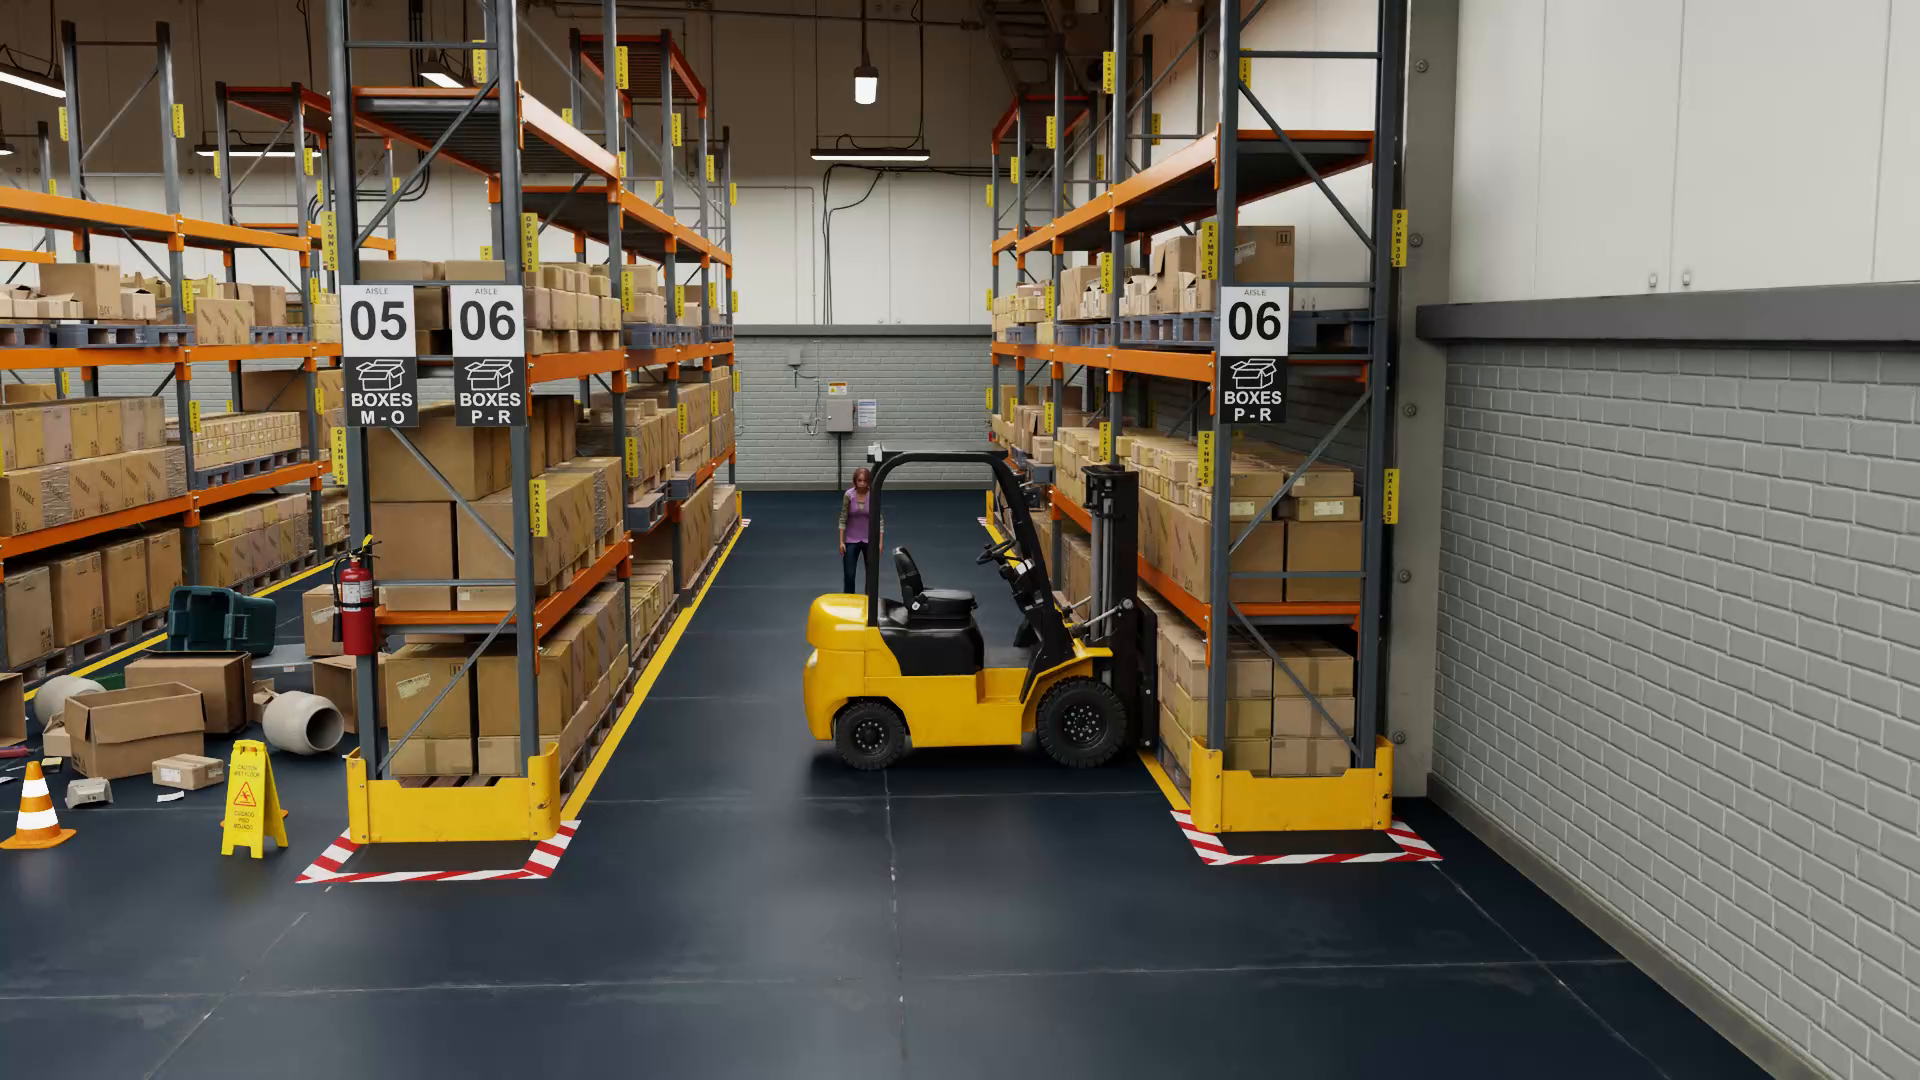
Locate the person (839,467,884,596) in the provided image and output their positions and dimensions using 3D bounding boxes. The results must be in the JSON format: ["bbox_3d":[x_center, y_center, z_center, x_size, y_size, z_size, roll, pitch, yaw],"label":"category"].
[{"bbox_3d":[-1.001,0.052,16.884,0.461,1.593,0.343,0,7,-3],"label":"person"}]
